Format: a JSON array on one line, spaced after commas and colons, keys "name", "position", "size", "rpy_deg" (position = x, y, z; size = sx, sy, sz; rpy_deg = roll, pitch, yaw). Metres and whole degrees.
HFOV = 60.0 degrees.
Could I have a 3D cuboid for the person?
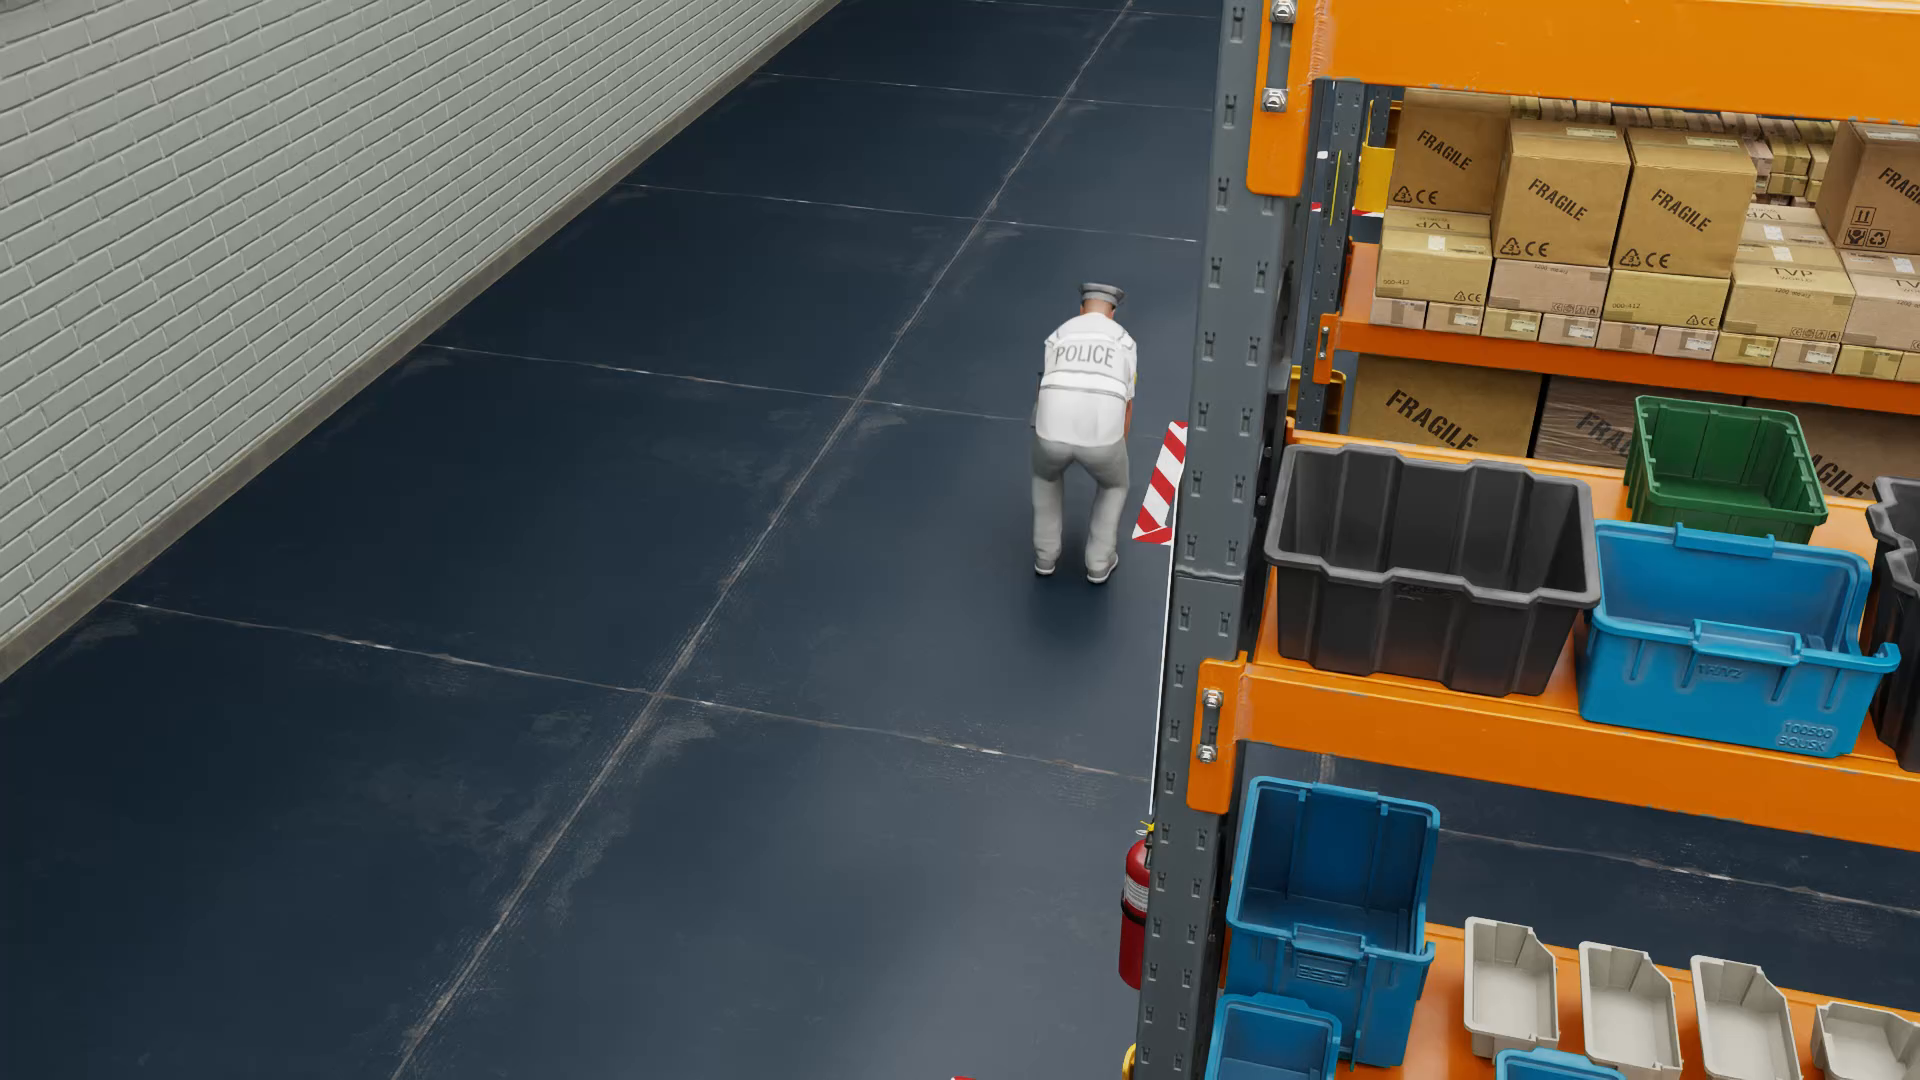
[{"name": "person", "position": [0.637, -0.544, 8.368], "size": [0.496, 1.341, 0.987], "rpy_deg": [7, 33, 11]}]
